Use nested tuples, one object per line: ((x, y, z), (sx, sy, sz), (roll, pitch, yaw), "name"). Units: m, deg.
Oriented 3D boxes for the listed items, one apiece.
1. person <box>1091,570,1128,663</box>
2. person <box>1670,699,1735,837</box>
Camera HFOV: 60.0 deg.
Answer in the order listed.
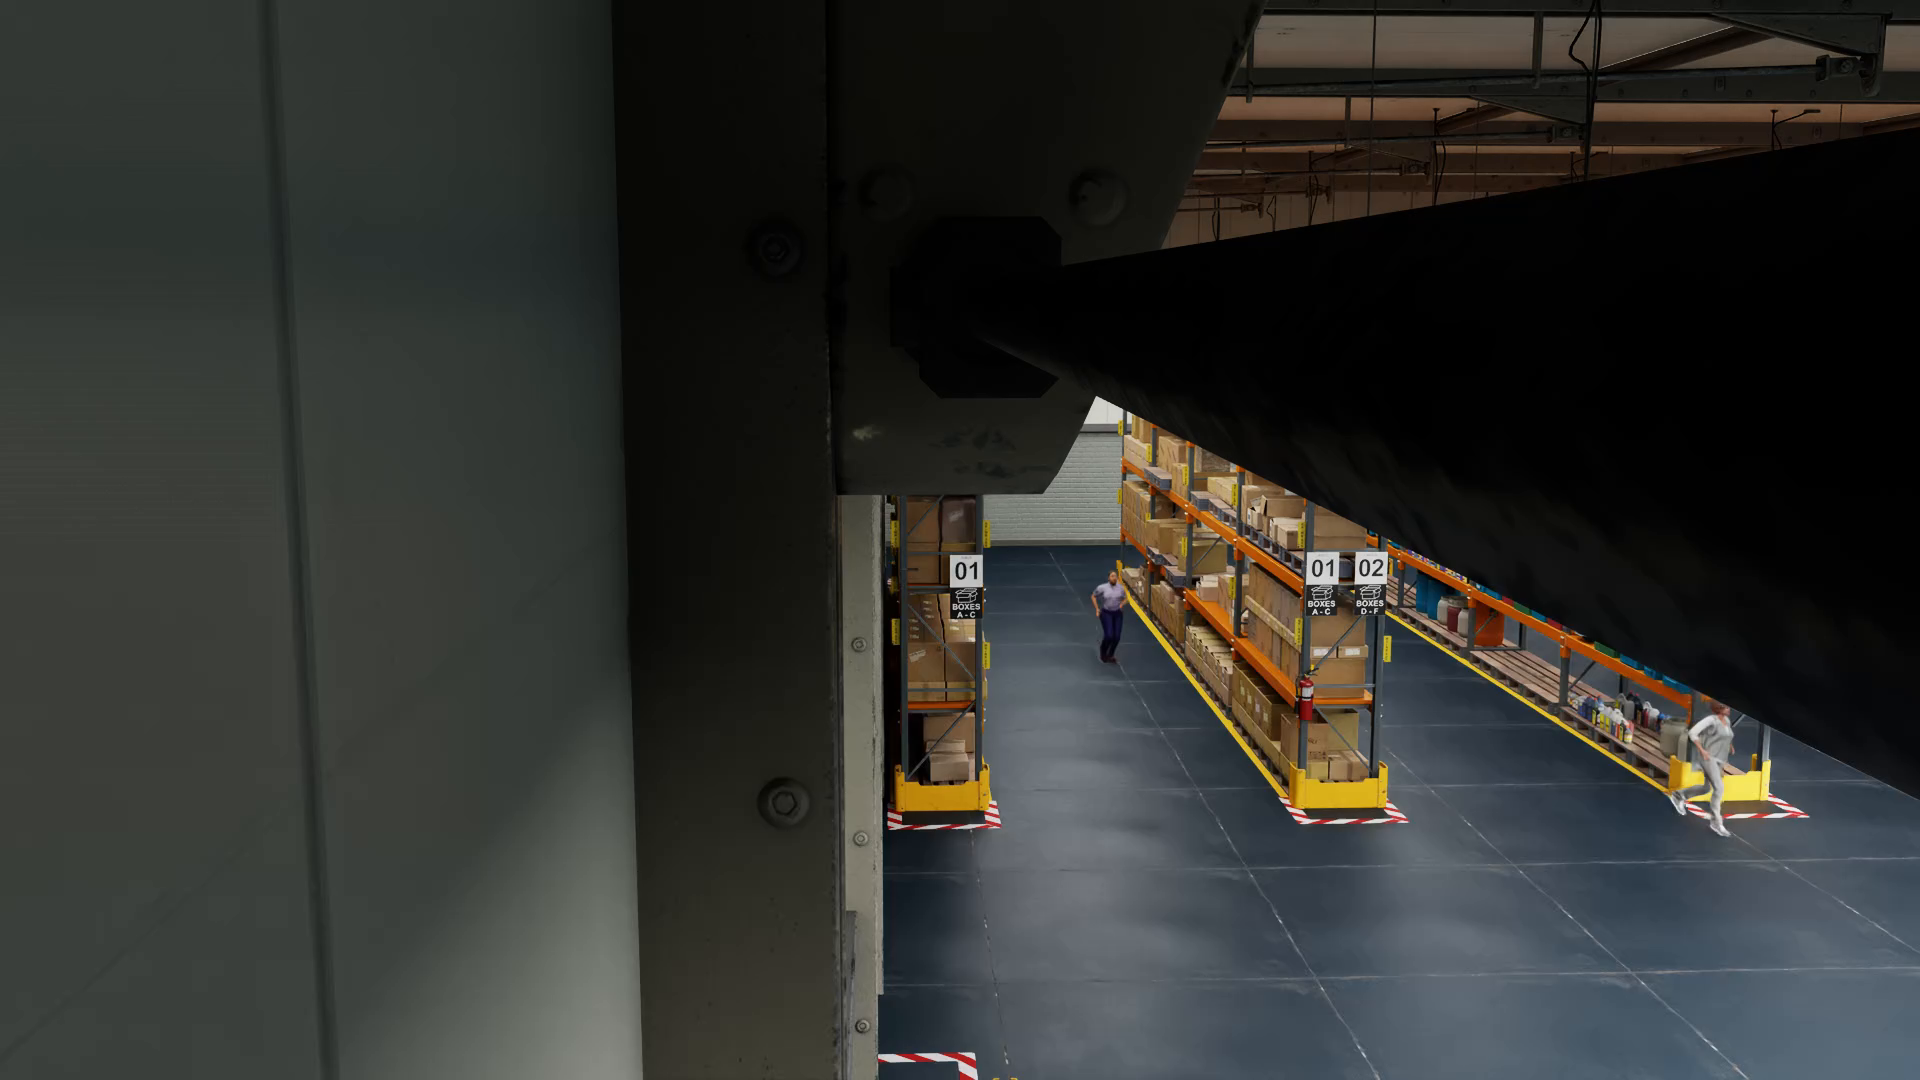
((2.608, 1.320, 28.553), (0.585, 1.613, 0.629), (-2, 9, -15), "person")
((8.956, 2.753, 19.881), (0.586, 1.382, 0.817), (-6, 10, -35), "person")
